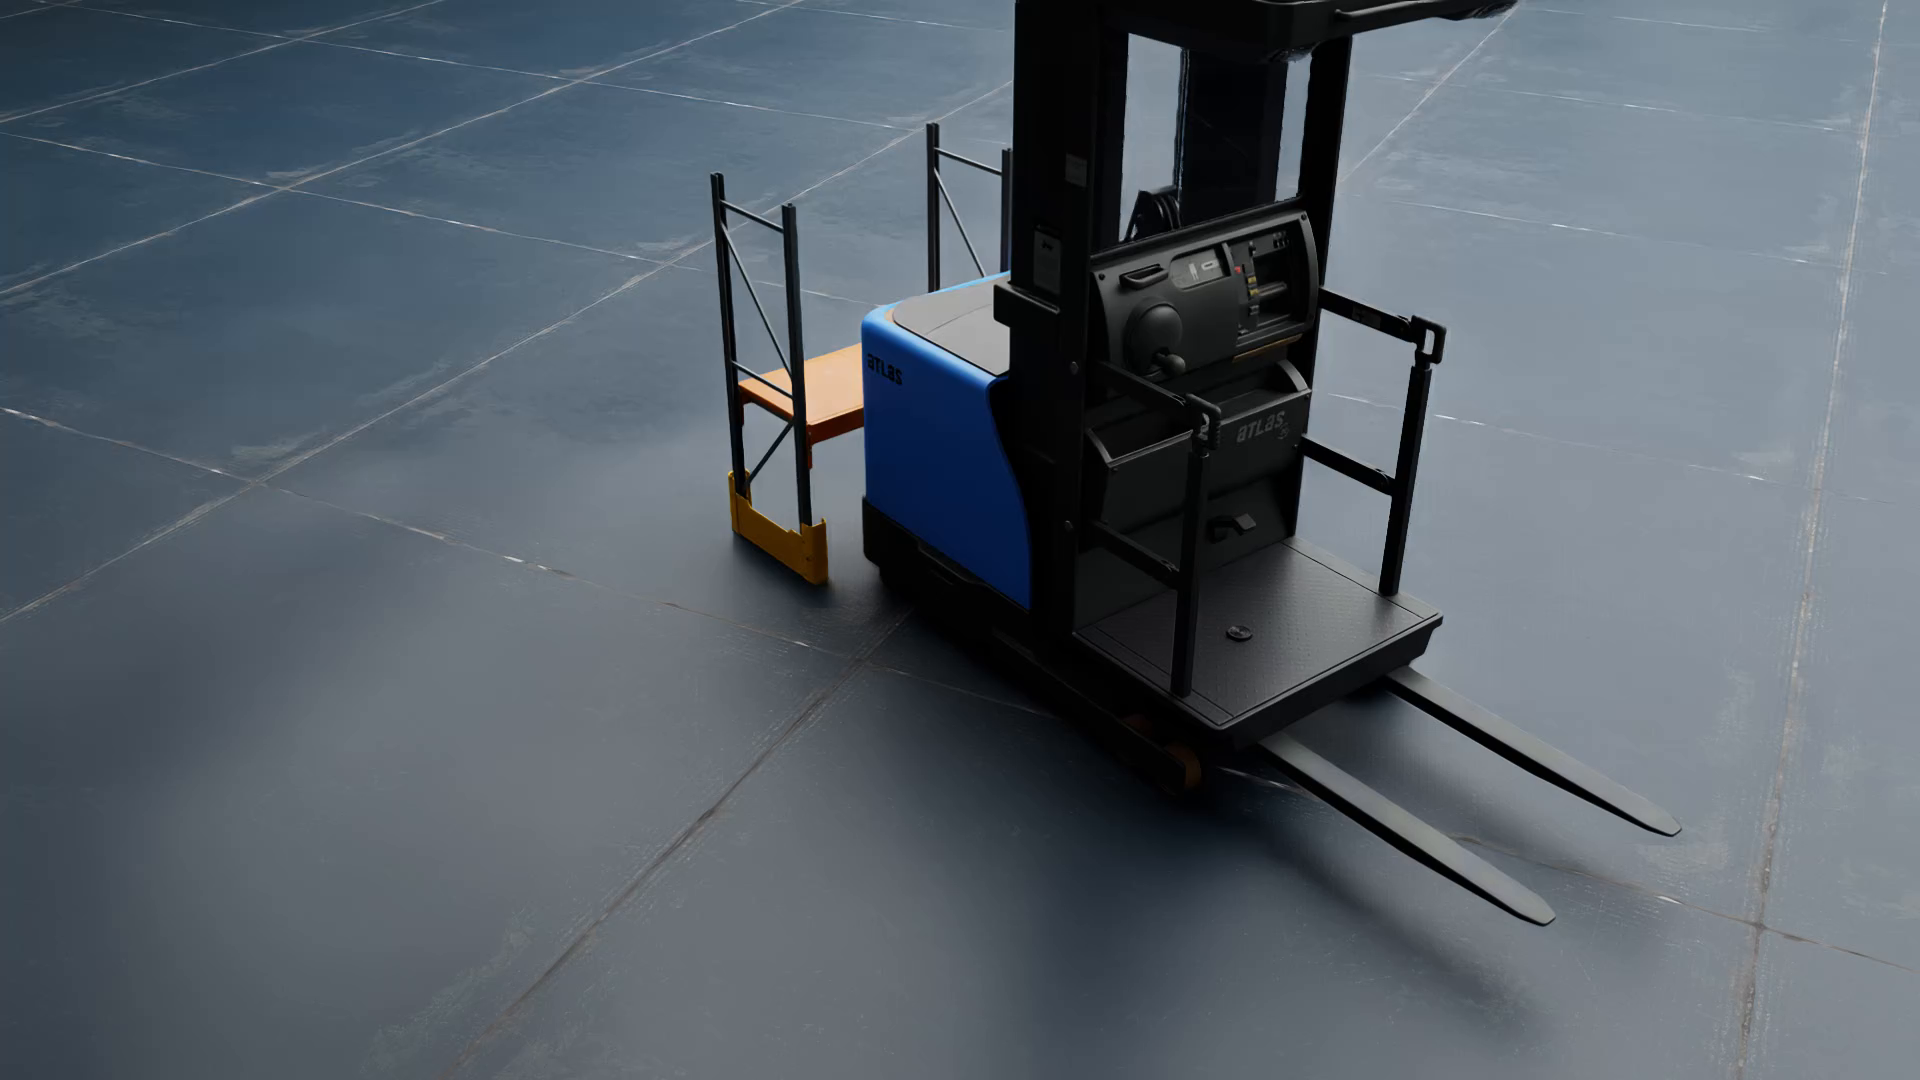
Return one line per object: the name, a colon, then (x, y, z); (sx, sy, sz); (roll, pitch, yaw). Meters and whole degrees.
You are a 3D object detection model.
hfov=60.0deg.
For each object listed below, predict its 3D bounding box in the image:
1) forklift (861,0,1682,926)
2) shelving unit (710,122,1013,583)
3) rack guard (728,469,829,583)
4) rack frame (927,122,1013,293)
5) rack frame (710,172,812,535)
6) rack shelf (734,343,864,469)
forklift: (0.918, -0.735, 5.086); (1.130, 2.935, 3.031); (-21, 36, -32)
shelving unit: (-0.344, -0.763, 6.573); (1.083, 1.500, 0.587); (-23, 37, -34)
rack guard: (-0.725, -0.061, 6.606); (0.087, 0.250, 0.587); (-23, 37, -34)
rack frame: (0.038, -0.923, 6.851); (0.032, 1.500, 0.500); (-23, 37, -34)
rack frame: (-0.740, -0.597, 6.284); (0.032, 1.500, 0.500); (-23, 37, -34)
rack shelf: (-0.351, -0.604, 6.657); (1.000, 0.185, 0.538); (-23, 37, -34)
